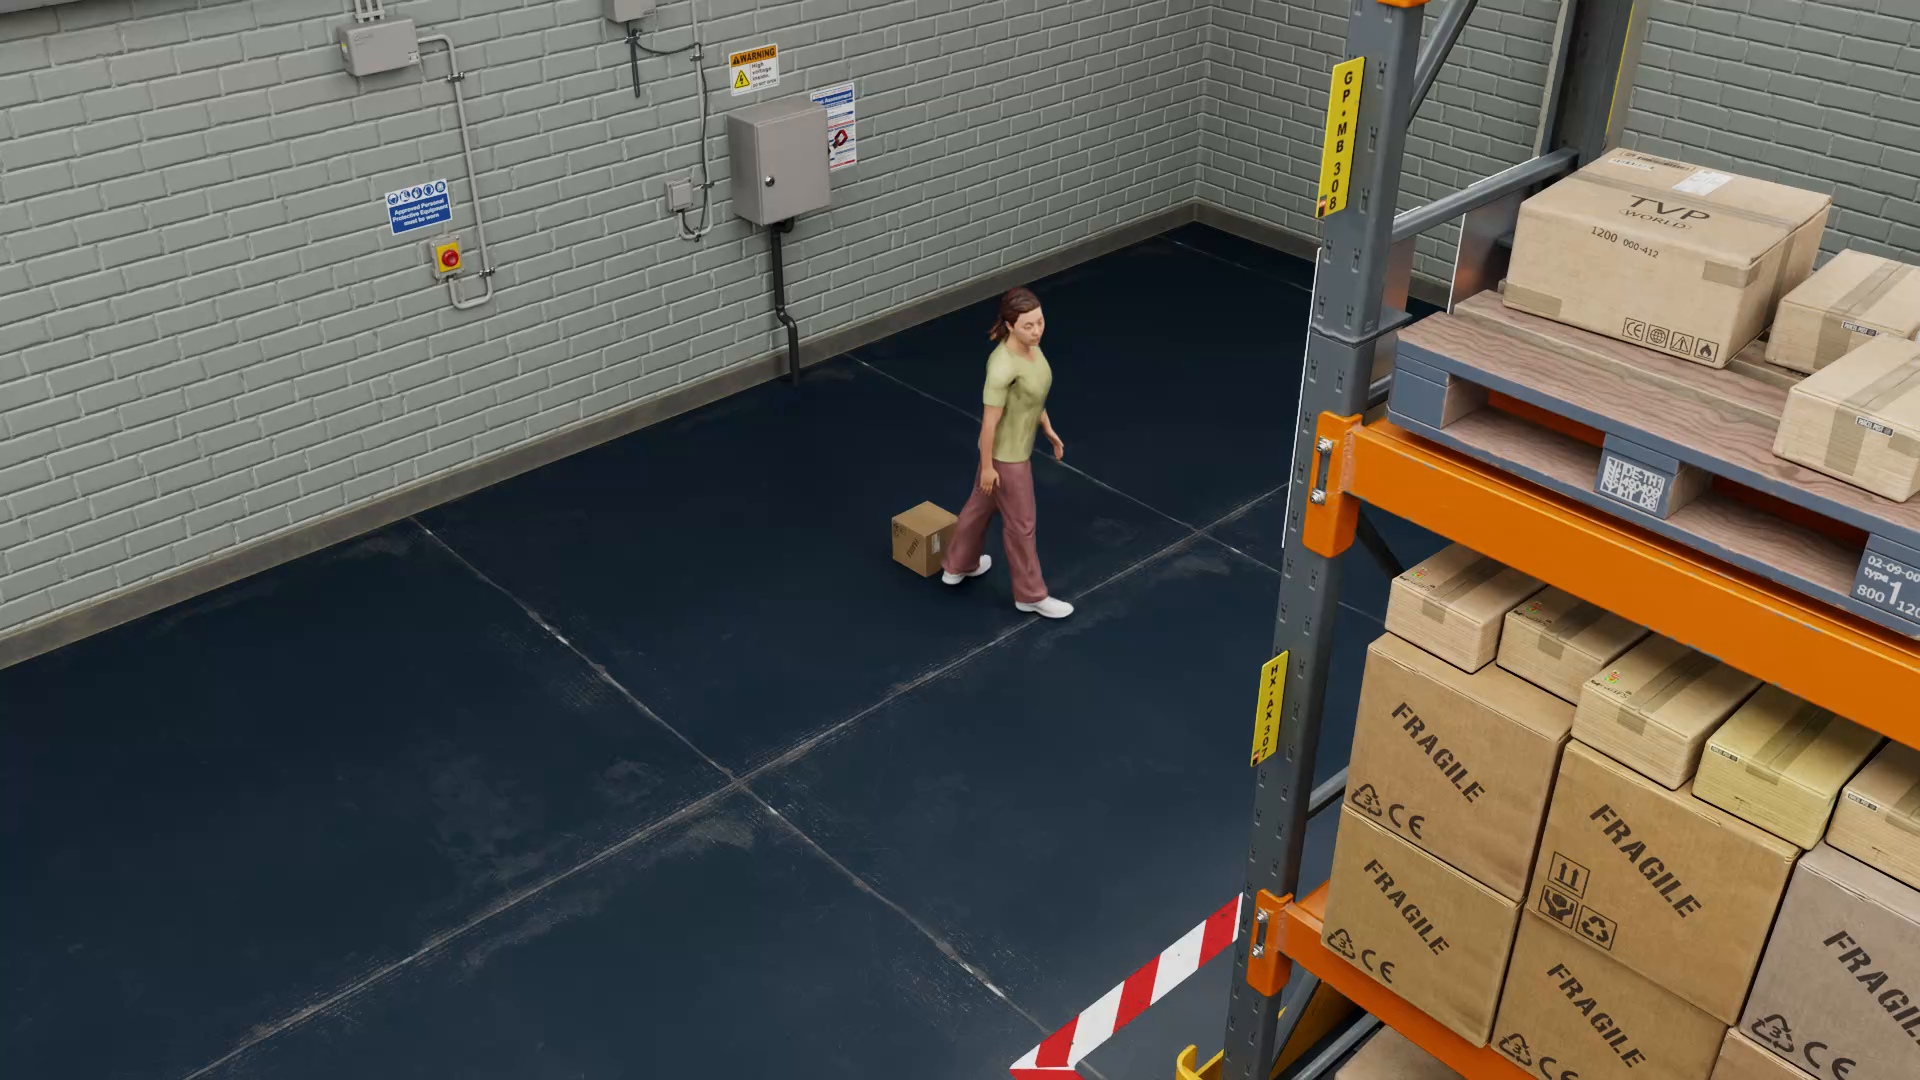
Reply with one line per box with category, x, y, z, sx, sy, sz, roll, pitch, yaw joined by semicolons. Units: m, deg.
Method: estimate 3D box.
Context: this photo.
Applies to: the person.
person;0.244;-0.416;7.803;0.708;1.663;0.476;9;33;15
